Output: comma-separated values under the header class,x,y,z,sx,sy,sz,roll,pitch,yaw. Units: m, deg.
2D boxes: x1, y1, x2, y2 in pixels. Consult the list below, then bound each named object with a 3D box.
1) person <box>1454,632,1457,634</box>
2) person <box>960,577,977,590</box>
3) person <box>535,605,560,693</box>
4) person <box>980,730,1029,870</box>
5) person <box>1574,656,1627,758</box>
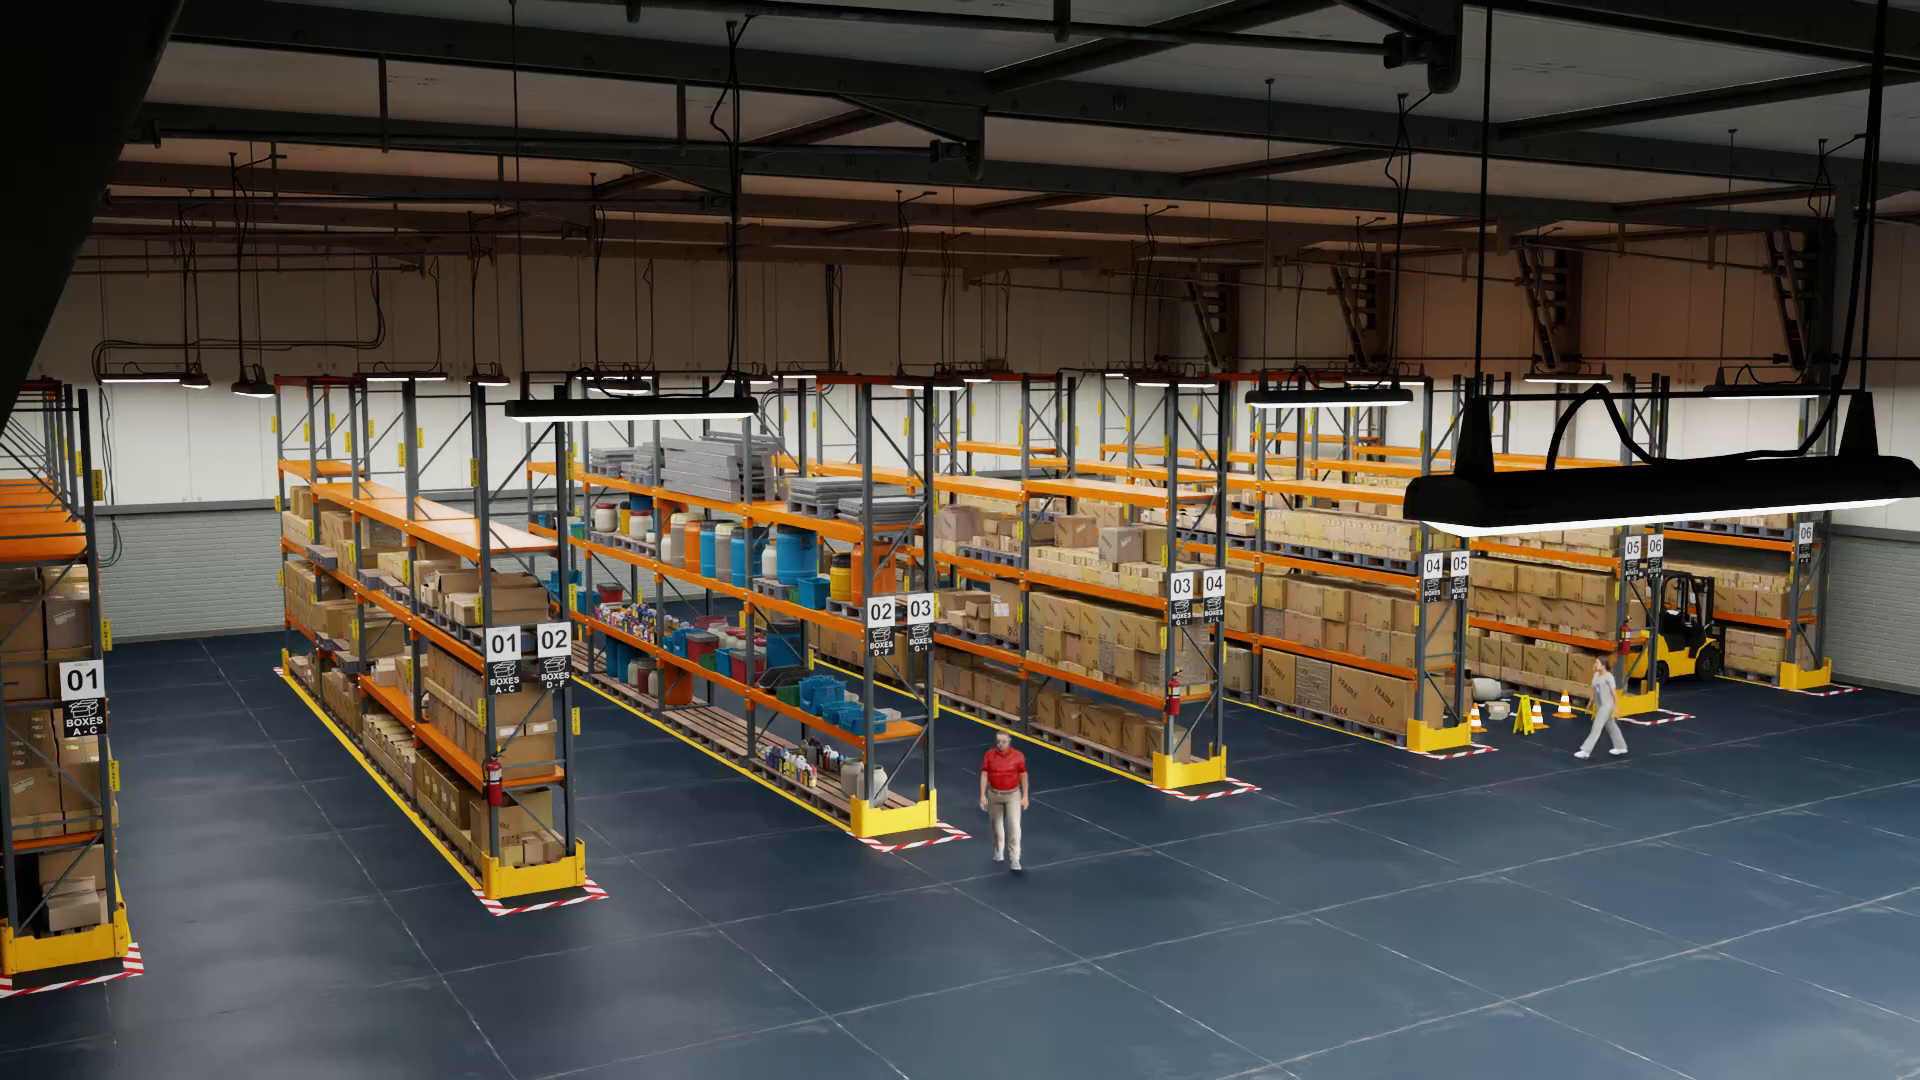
class,x,y,z,sx,sy,sz,roll,pitch,yaw
person,11.050,1.278,38.242,0.700,1.719,1.035,-3,7,-25
person,0.196,0.835,42.370,1.019,1.731,0.538,-4,7,-31
person,-7.786,2.057,31.424,0.574,1.672,0.407,-4,8,-34
person,0.551,3.217,20.752,0.588,1.710,0.798,1,6,11
person,10.159,2.624,26.365,1.022,1.598,0.490,-1,6,-13
